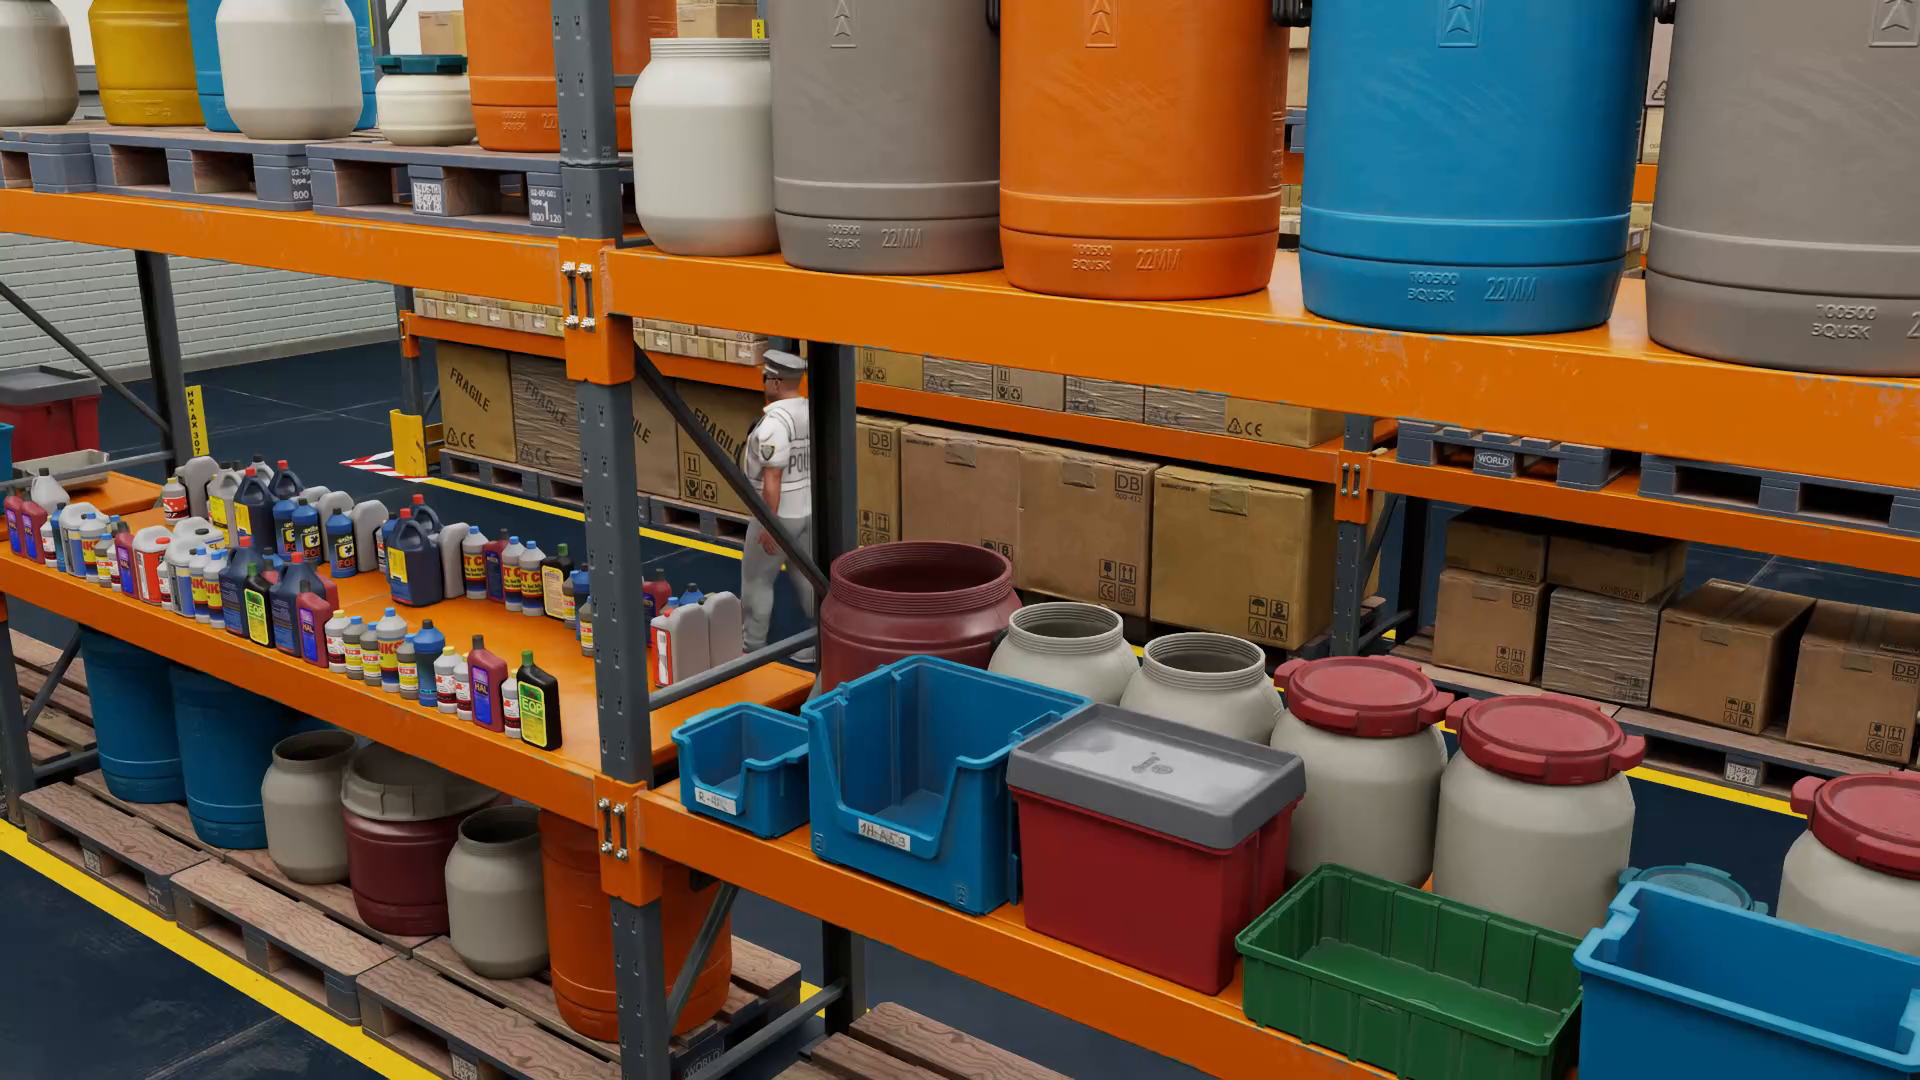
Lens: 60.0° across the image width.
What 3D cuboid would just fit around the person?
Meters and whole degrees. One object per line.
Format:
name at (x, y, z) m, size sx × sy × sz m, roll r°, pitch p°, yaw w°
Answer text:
person at (-1.019, -0.161, 9.044) m, size 0.697 × 1.761 × 0.548 m, roll 8°, pitch 18°, yaw 24°
